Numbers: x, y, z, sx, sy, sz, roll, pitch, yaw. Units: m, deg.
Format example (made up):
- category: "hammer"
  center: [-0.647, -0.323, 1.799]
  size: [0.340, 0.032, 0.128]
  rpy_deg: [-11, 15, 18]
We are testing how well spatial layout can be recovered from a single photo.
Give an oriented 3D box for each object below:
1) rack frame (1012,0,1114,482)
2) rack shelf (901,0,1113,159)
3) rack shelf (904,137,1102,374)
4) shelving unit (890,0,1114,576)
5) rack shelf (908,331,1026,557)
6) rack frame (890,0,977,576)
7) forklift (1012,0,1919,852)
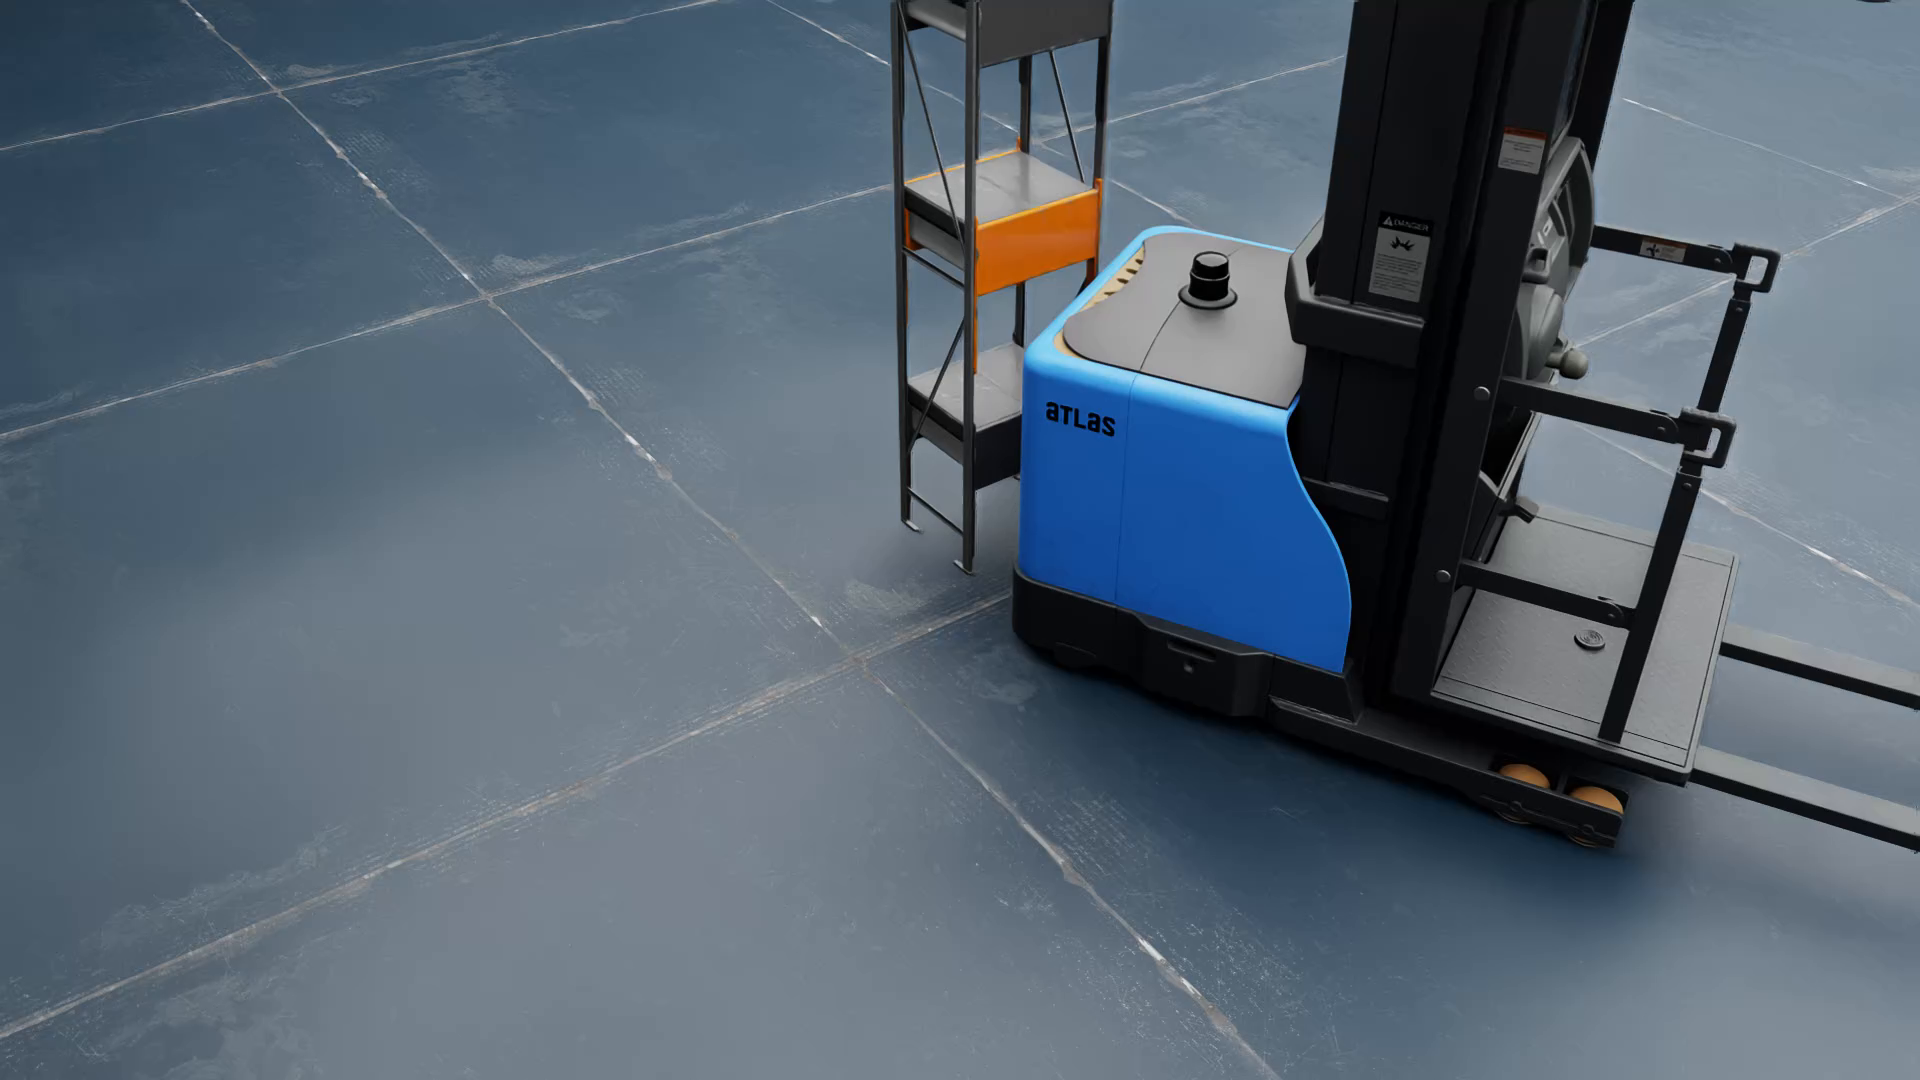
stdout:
- category: "rack frame"
  center: [0.314, -0.995, 5.335]
  size: [0.015, 2.100, 0.400]
  rpy_deg: [-23, 42, -29]
- category: "rack shelf"
  center: [0.120, -1.469, 4.816]
  size: [0.480, 0.518, 0.431]
  rpy_deg: [-23, 42, -29]
- category: "rack shelf"
  center: [0.117, -0.901, 5.225]
  size: [0.480, 0.518, 0.431]
  rpy_deg: [-23, 42, -29]
- category: "shelving unit"
  center: [0.117, -0.912, 5.217]
  size: [0.503, 2.100, 0.431]
  rpy_deg: [-23, 42, -29]
- category: "rack shelf"
  center: [0.115, -0.332, 5.634]
  size: [0.480, 0.518, 0.431]
  rpy_deg: [-23, 42, -29]
- category: "rack frame"
  center: [-0.079, -0.828, 5.100]
  size: [0.015, 2.100, 0.400]
  rpy_deg: [-23, 42, -29]
- category: "forklift"
  center: [1.713, -0.702, 4.216]
  size: [3.031, 2.935, 1.130]
  rpy_deg: [17, 39, 22]
